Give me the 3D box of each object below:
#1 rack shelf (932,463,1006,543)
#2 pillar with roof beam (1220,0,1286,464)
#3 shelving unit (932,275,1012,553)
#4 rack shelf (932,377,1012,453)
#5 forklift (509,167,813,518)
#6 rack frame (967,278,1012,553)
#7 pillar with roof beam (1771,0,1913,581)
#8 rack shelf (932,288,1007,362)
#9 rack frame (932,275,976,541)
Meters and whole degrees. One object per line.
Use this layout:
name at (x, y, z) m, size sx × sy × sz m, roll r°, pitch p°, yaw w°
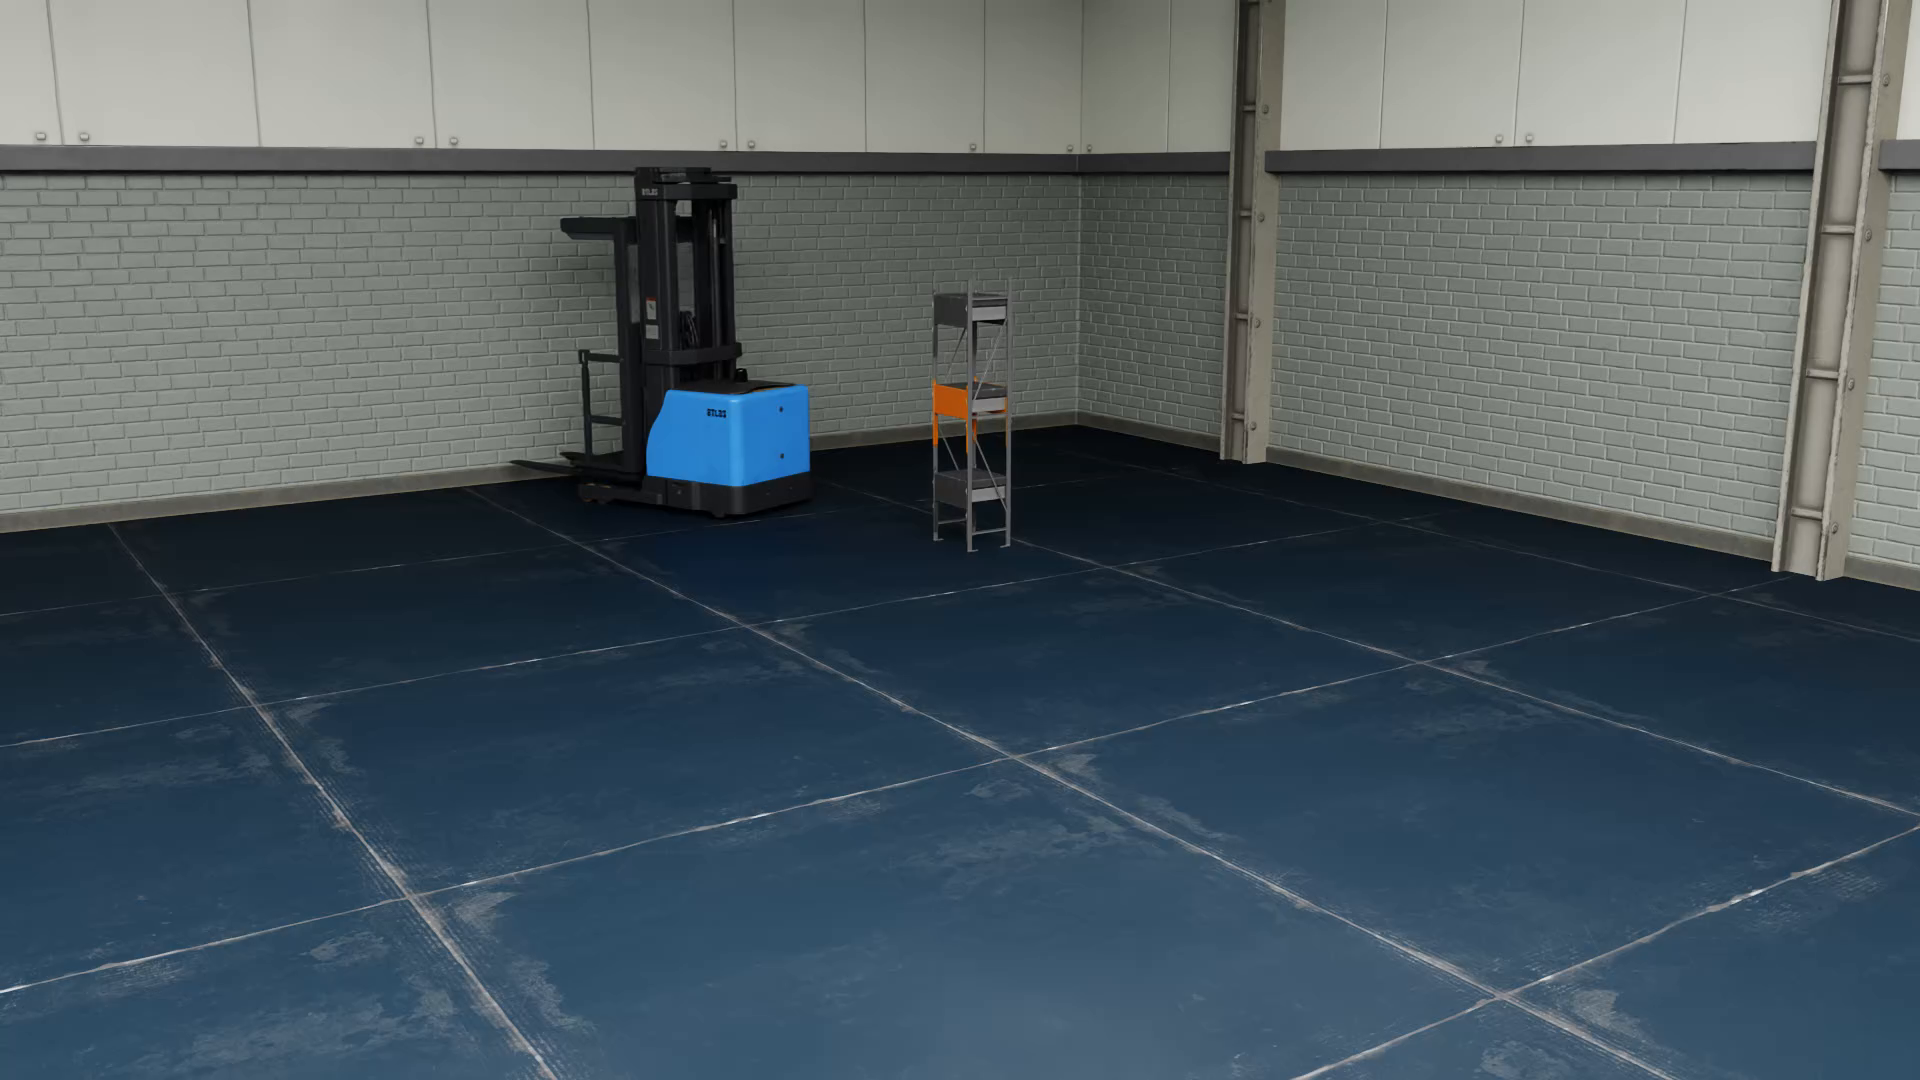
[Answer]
rack shelf at (0.092, -0.299, 13.155) m, size 0.431 × 0.518 × 0.480 m, roll -8°, pitch 15°, yaw -33°
pillar with roof beam at (-0.663, -4.710, 13.838) m, size 9.100 × 9.000 × 0.400 m, roll -8°, pitch 15°, yaw -33°
shelving unit at (0.092, -0.996, 13.003) m, size 0.431 × 2.100 × 0.503 m, roll -8°, pitch 15°, yaw -33°
rack shelf at (0.092, -0.983, 13.006) m, size 0.431 × 0.518 × 0.480 m, roll -8°, pitch 15°, yaw -33°
forklift at (-2.820, -1.837, 14.899) m, size 3.031 × 2.935 × 1.130 m, roll 8°, pitch 15°, yaw 33°
rack frame at (0.227, -0.953, 12.804) m, size 0.400 × 2.100 × 0.015 m, roll -8°, pitch 15°, yaw -33°
pillar with roof beam at (2.662, -3.643, 8.958) m, size 9.100 × 9.000 × 0.400 m, roll -8°, pitch 15°, yaw -33°
rack shelf at (0.092, -1.667, 12.856) m, size 0.431 × 0.518 × 0.480 m, roll -8°, pitch 15°, yaw -33°
rack frame at (-0.043, -1.040, 13.201) m, size 0.400 × 2.100 × 0.015 m, roll -8°, pitch 15°, yaw -33°
